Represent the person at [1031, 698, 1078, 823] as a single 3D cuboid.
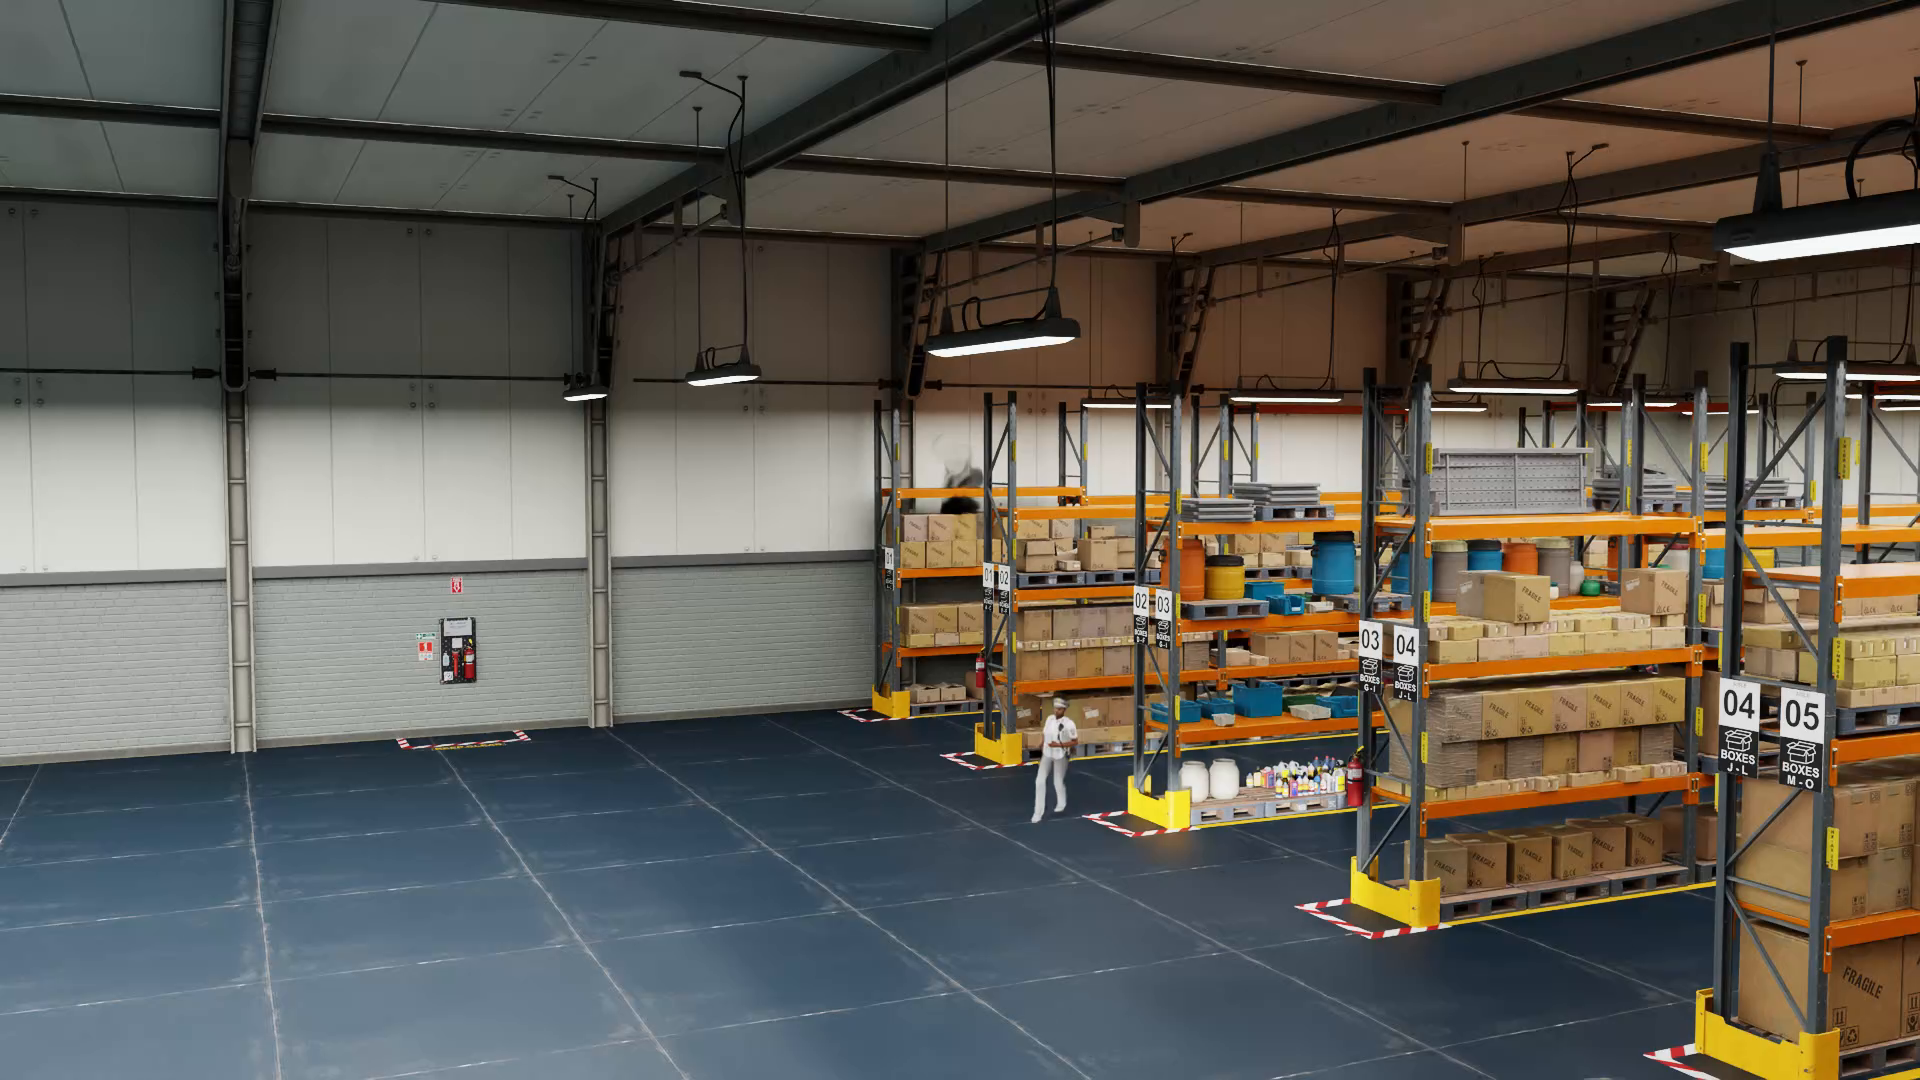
[{"bbox_3d":[1.360,3.019,22.849,0.608,1.751,0.753,2,4,30],"label":"person"}]
